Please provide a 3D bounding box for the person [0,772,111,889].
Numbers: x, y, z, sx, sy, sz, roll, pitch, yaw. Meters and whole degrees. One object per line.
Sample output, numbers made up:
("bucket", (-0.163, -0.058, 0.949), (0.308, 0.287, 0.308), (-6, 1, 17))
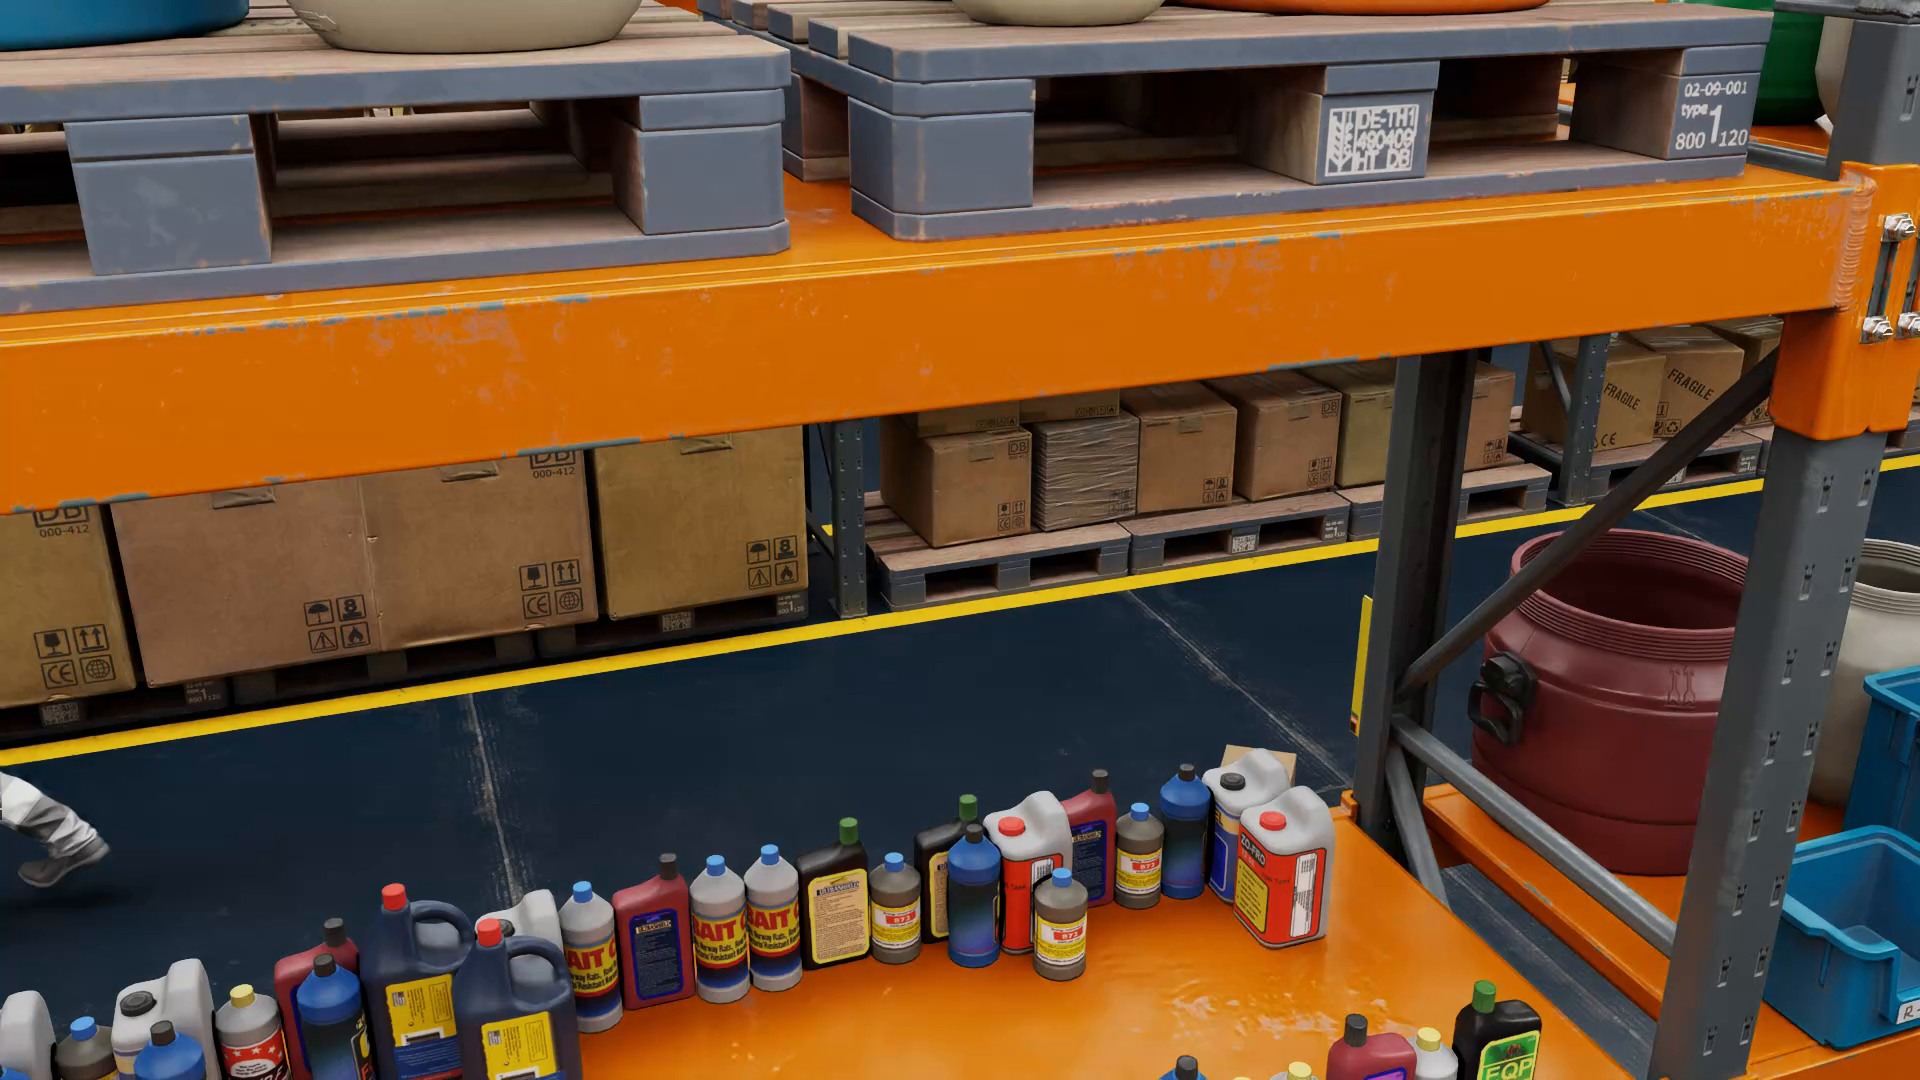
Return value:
("person", (-3.226, 0.427, 5.013), (0.950, 1.763, 0.546), (-6, 23, -14))
